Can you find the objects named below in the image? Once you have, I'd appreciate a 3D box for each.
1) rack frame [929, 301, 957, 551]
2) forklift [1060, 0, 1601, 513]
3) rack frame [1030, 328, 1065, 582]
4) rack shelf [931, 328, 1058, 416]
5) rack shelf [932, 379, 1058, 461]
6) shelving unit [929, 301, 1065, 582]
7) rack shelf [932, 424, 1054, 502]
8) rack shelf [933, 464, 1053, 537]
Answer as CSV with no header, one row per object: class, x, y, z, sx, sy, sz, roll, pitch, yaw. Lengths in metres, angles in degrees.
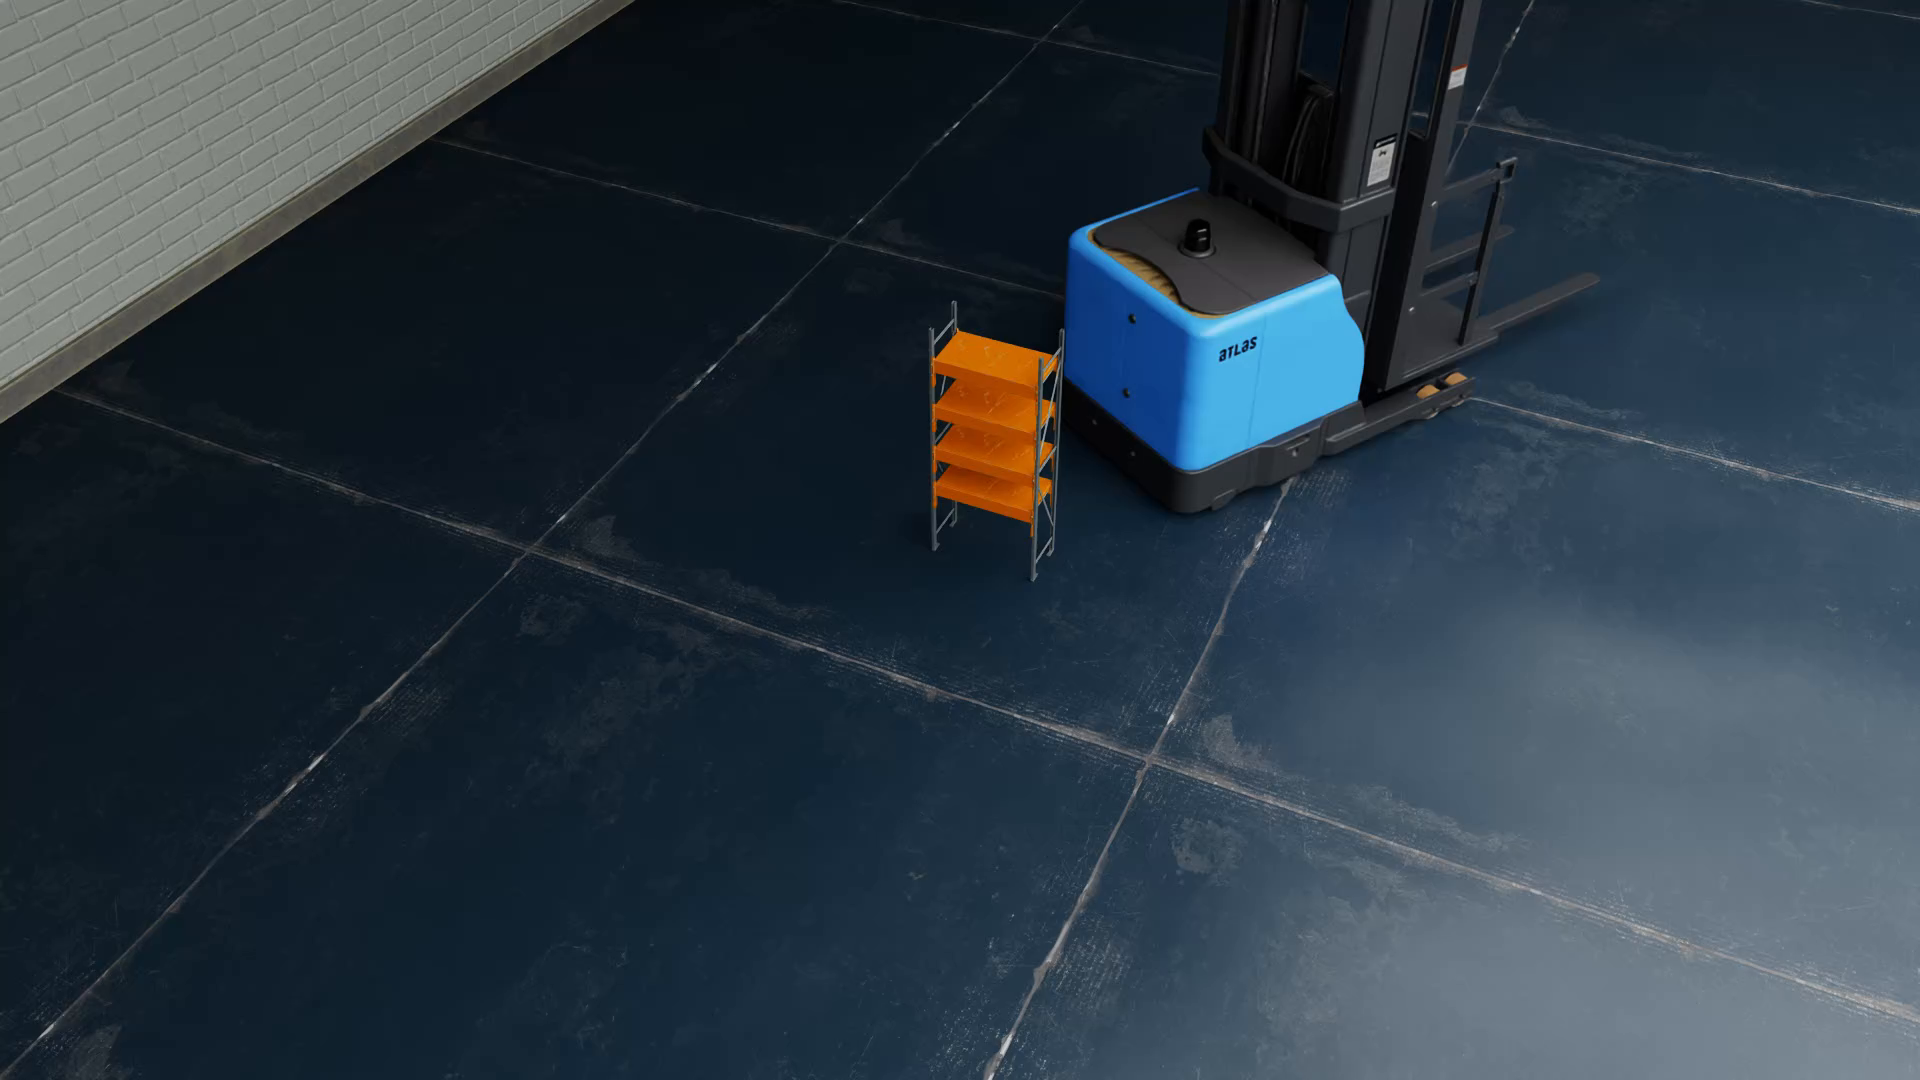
rack frame,-0.071,-0.475,7.266,0.015,1.200,0.240,17,44,19
forklift,1.992,-1.981,7.681,3.031,2.935,1.130,-23,46,-25
rack frame,0.371,-0.340,7.110,0.015,1.200,0.240,17,44,19
rack shelf,0.150,-0.705,6.931,0.480,0.148,0.258,17,44,19
rack shelf,0.150,-0.526,7.086,0.480,0.148,0.258,17,44,19
shelving unit,0.150,-0.408,7.188,0.503,1.200,0.258,17,44,19
rack shelf,0.150,-0.357,7.232,0.480,0.148,0.258,17,44,19
rack shelf,0.150,-0.207,7.362,0.480,0.148,0.258,17,44,19
